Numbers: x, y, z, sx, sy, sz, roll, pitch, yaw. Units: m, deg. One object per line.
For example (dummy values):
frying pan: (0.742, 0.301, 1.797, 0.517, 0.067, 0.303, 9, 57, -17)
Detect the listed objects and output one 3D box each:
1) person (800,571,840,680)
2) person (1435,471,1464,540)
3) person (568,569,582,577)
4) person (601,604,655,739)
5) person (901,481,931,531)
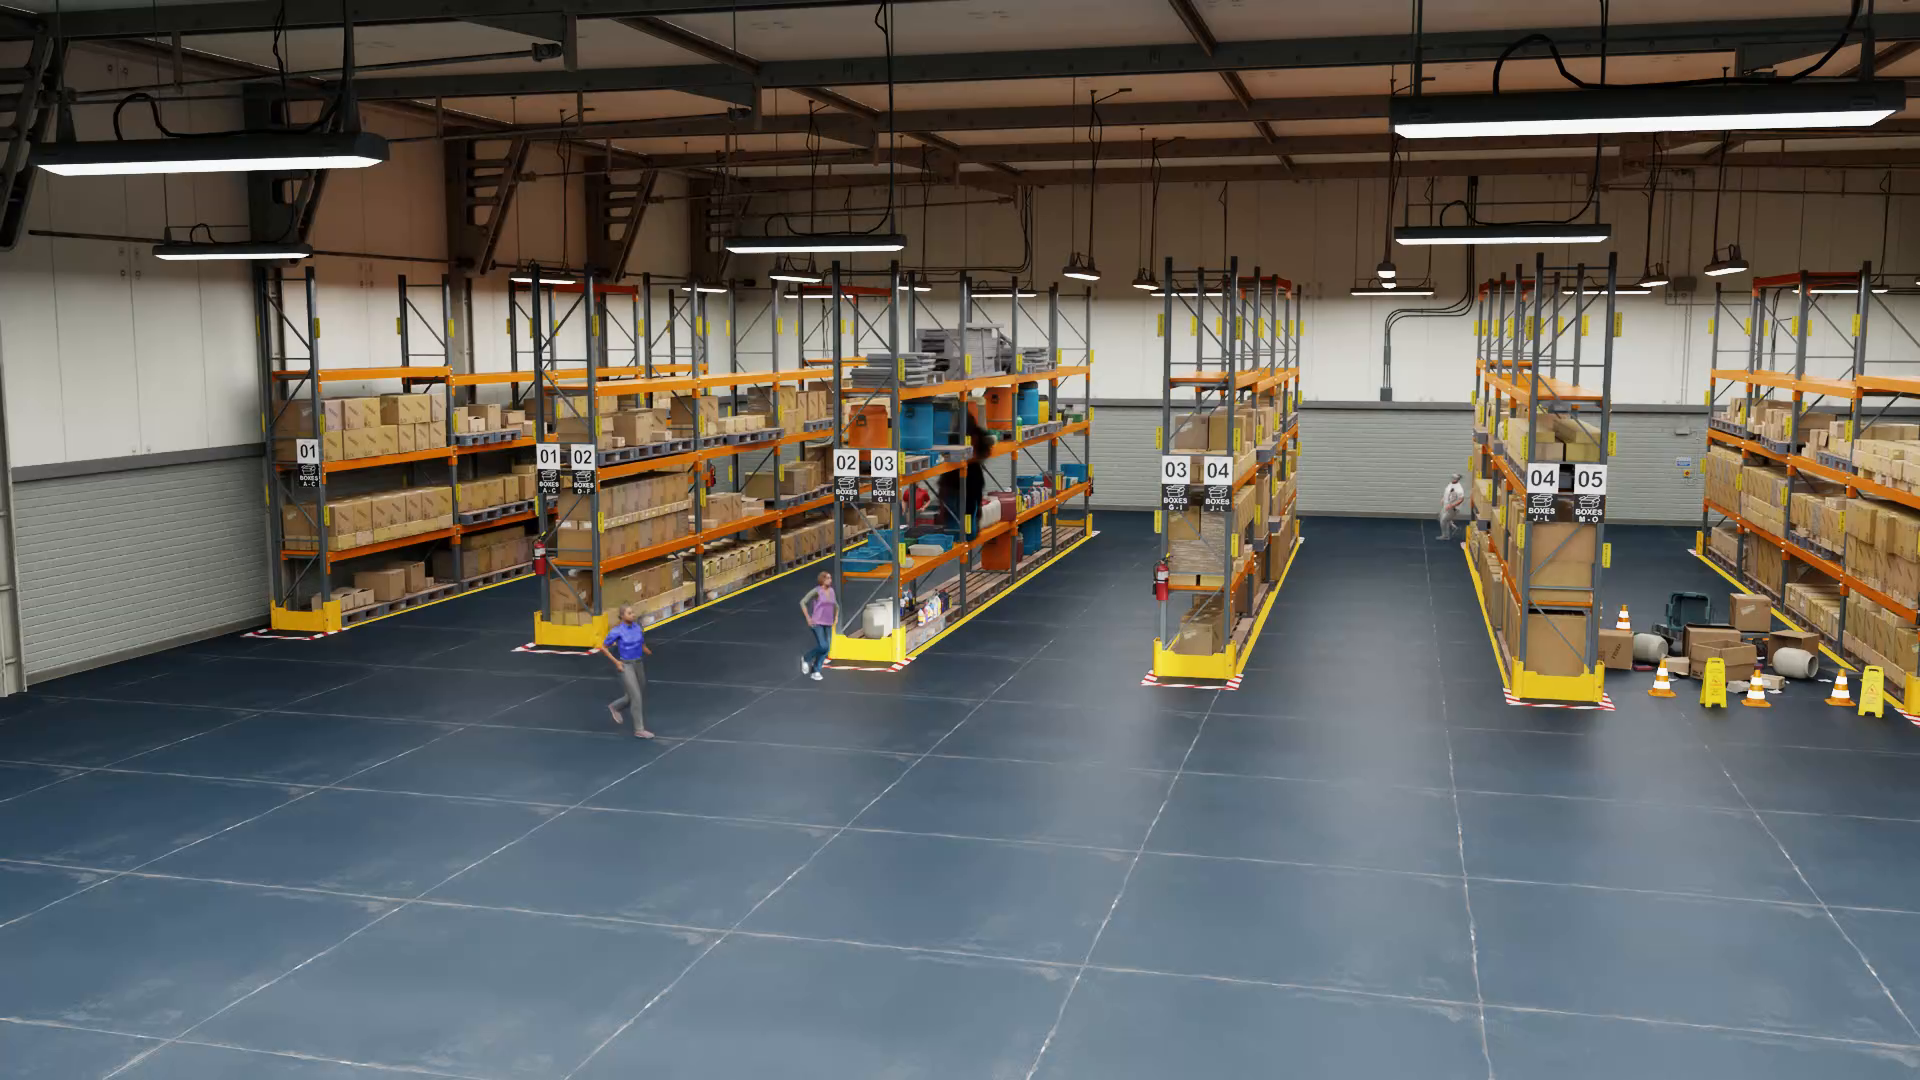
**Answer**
person: (-1.981, 1.223, 23.885, 0.490, 1.549, 0.574, 7, 10, 43)
person: (11.654, -0.807, 39.306, 0.619, 1.667, 0.857, -2, 7, -14)
person: (-6.844, 0.345, 30.040, 0.613, 1.799, 0.909, 0, 7, -1)
person: (-4.098, 1.598, 20.509, 0.850, 1.624, 0.588, 5, 9, 34)
person: (-0.993, -0.557, 37.394, 0.665, 1.681, 0.603, 0, 7, 2)
